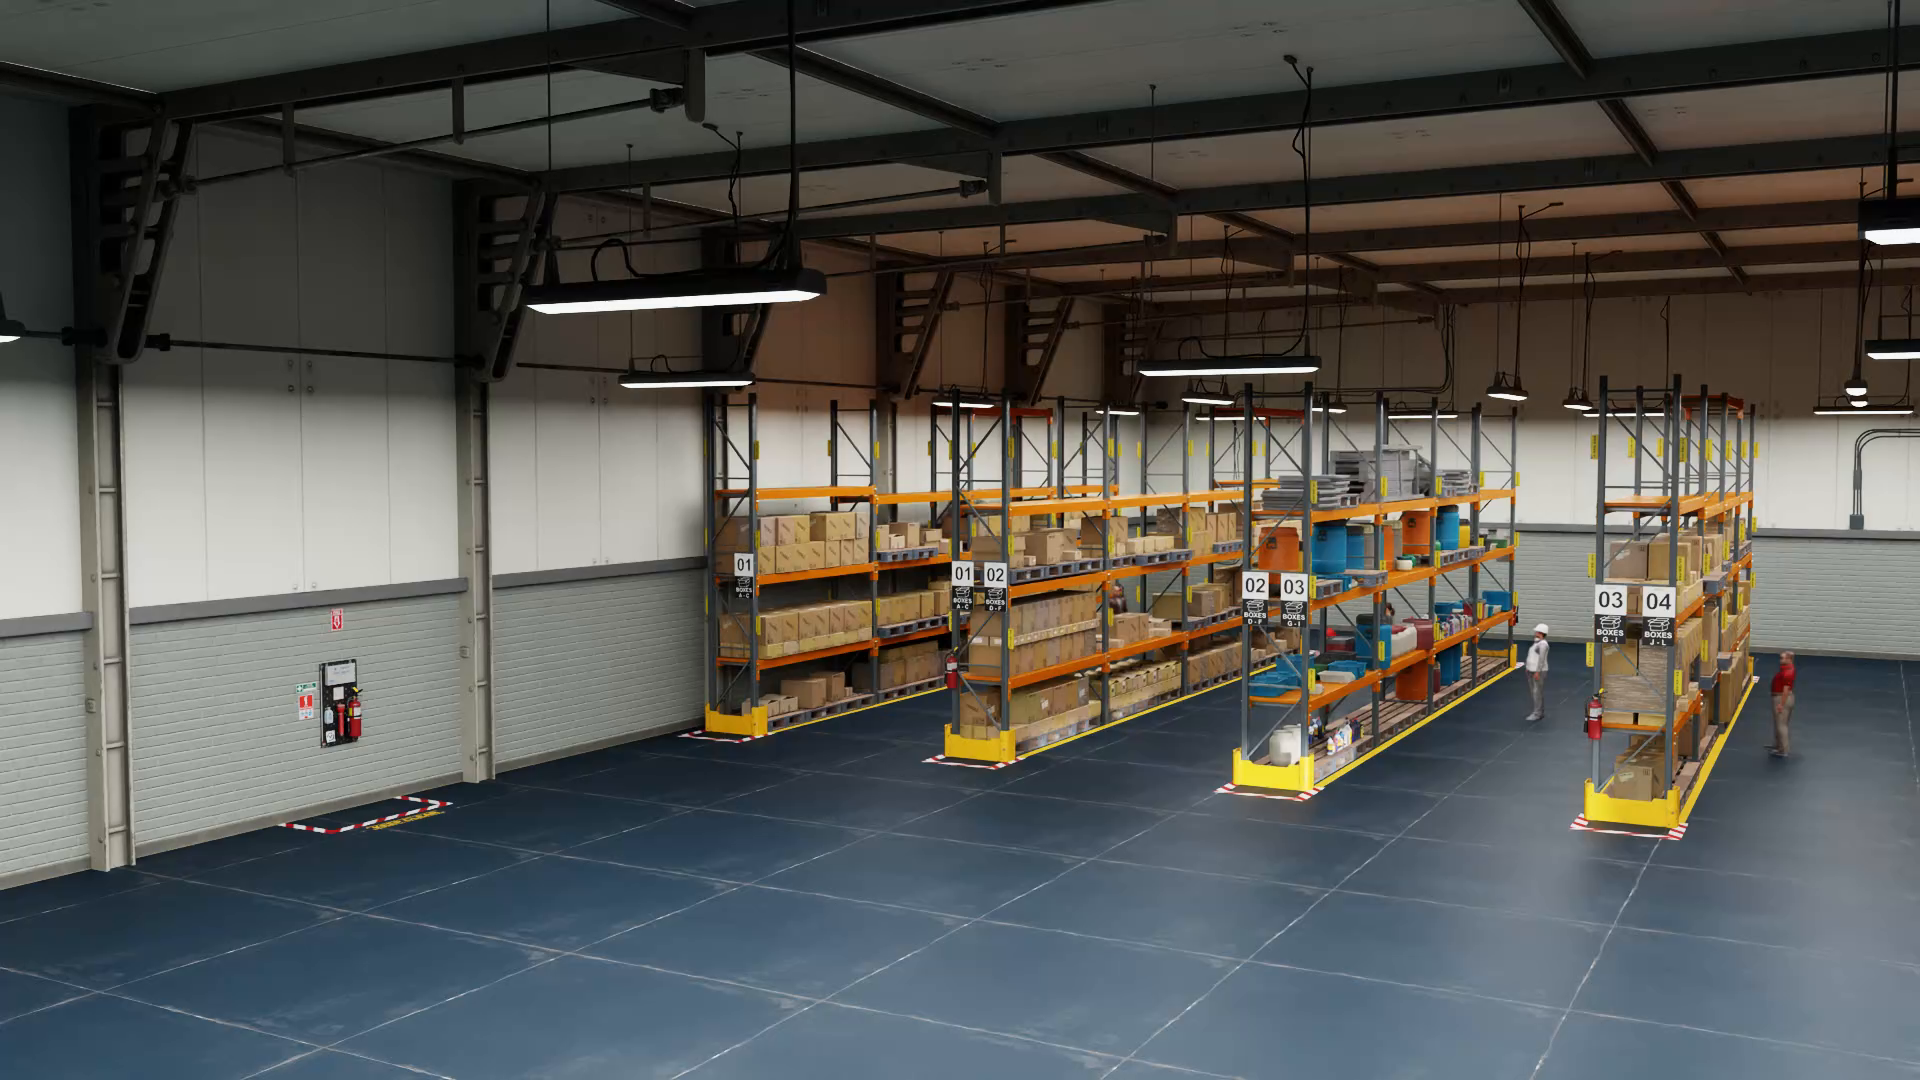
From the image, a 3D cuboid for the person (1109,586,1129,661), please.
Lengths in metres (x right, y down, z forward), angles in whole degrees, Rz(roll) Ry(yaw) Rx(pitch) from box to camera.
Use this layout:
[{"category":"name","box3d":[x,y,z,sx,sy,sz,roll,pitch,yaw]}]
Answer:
[{"category":"person","box3d":[3.719,1.977,39.549,0.656,1.781,0.554,-1,3,-26]}]

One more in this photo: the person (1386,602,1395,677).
[{"category":"person","box3d":[9.302,2.195,36.510,0.446,1.682,0.495,2,4,34]}]

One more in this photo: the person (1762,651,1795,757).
[{"category":"person","box3d":[13.466,2.669,27.396,0.553,1.720,0.600,-3,4,-45]}]

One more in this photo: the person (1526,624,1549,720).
[{"category":"person","box3d":[10.748,2.455,30.993,0.517,1.784,0.546,-1,3,-11]}]

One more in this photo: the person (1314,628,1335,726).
[{"category":"person","box3d":[6.518,2.492,30.094,0.618,1.815,0.568,0,3,2]}]
